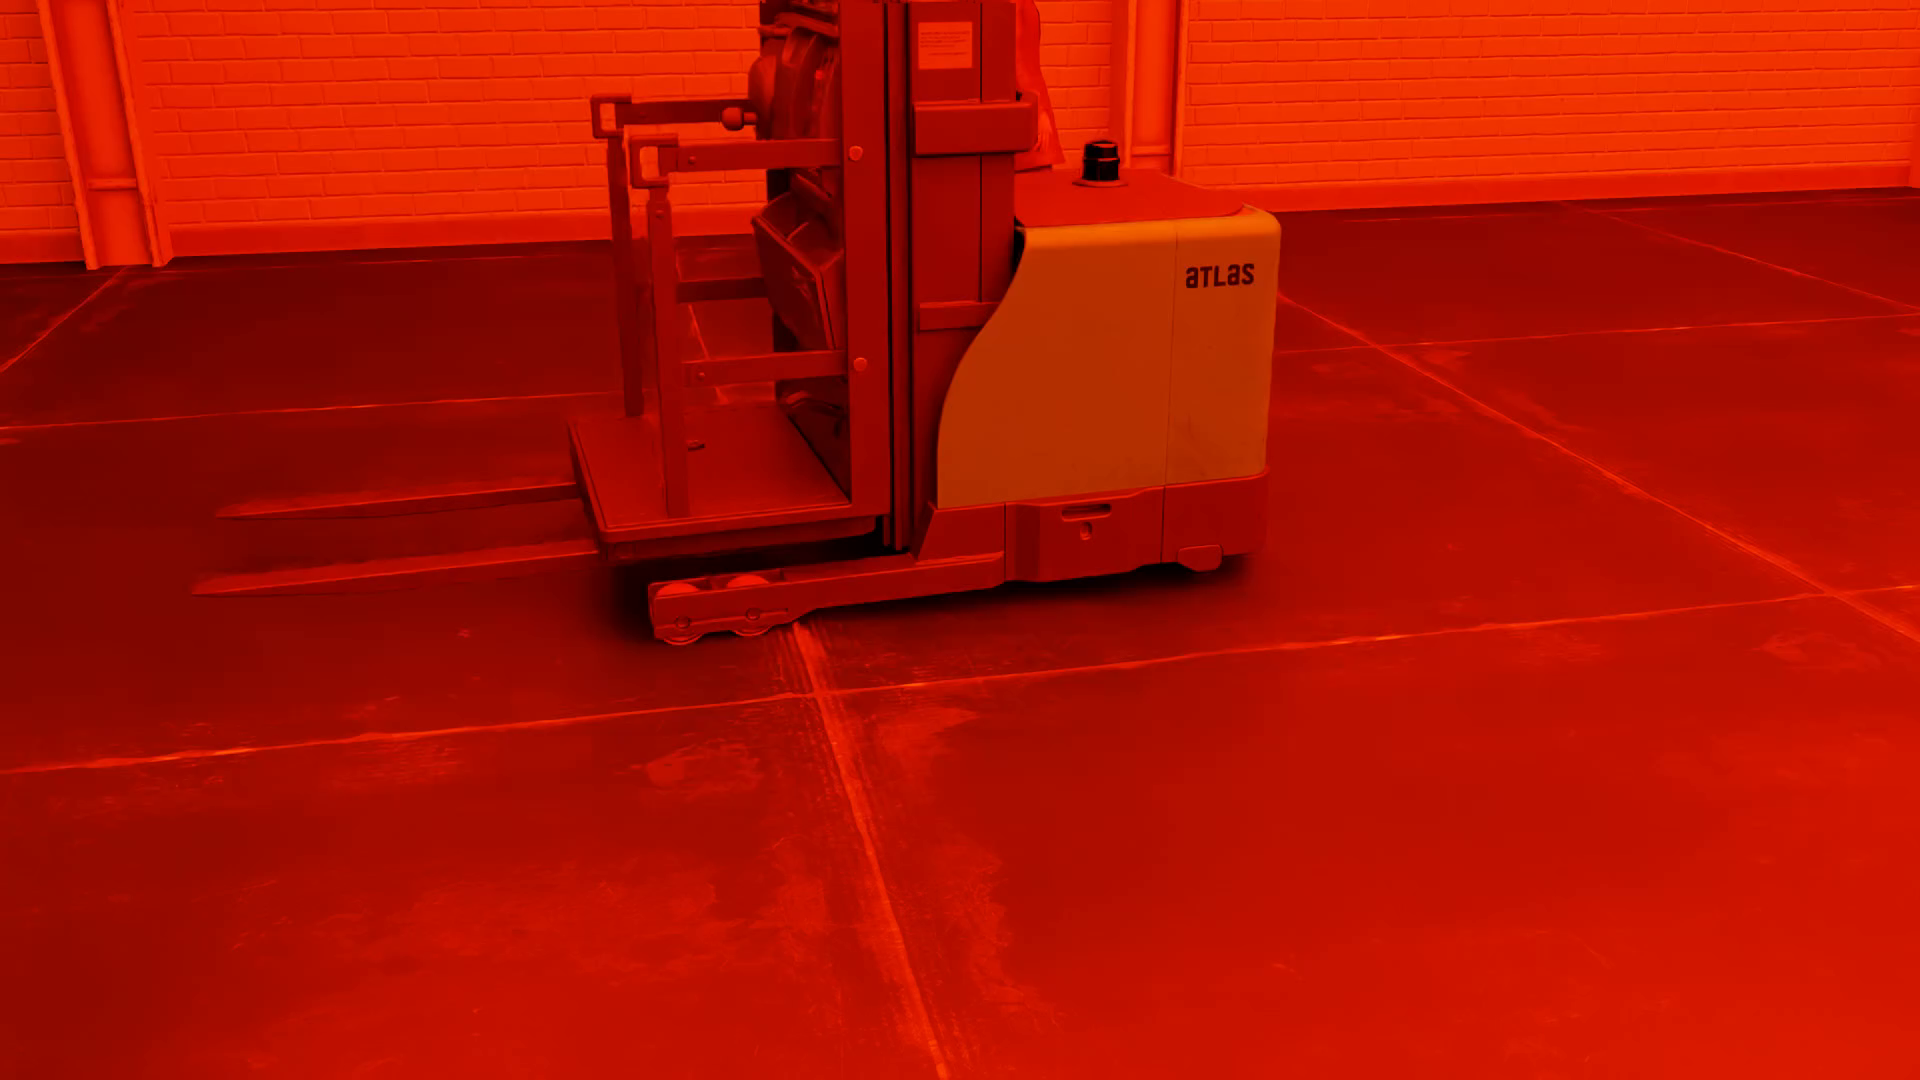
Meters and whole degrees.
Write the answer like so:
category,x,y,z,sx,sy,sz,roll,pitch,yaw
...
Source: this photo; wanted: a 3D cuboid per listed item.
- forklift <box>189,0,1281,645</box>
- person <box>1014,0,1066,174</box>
category,x,y,z,sx,sy,sz,roll,pitch,yaw
forklift,-0.646,-1.292,4.574,3.031,2.935,1.130,-6,22,-16
person,0.389,-2.078,8.221,0.584,1.776,0.695,-3,21,-8
